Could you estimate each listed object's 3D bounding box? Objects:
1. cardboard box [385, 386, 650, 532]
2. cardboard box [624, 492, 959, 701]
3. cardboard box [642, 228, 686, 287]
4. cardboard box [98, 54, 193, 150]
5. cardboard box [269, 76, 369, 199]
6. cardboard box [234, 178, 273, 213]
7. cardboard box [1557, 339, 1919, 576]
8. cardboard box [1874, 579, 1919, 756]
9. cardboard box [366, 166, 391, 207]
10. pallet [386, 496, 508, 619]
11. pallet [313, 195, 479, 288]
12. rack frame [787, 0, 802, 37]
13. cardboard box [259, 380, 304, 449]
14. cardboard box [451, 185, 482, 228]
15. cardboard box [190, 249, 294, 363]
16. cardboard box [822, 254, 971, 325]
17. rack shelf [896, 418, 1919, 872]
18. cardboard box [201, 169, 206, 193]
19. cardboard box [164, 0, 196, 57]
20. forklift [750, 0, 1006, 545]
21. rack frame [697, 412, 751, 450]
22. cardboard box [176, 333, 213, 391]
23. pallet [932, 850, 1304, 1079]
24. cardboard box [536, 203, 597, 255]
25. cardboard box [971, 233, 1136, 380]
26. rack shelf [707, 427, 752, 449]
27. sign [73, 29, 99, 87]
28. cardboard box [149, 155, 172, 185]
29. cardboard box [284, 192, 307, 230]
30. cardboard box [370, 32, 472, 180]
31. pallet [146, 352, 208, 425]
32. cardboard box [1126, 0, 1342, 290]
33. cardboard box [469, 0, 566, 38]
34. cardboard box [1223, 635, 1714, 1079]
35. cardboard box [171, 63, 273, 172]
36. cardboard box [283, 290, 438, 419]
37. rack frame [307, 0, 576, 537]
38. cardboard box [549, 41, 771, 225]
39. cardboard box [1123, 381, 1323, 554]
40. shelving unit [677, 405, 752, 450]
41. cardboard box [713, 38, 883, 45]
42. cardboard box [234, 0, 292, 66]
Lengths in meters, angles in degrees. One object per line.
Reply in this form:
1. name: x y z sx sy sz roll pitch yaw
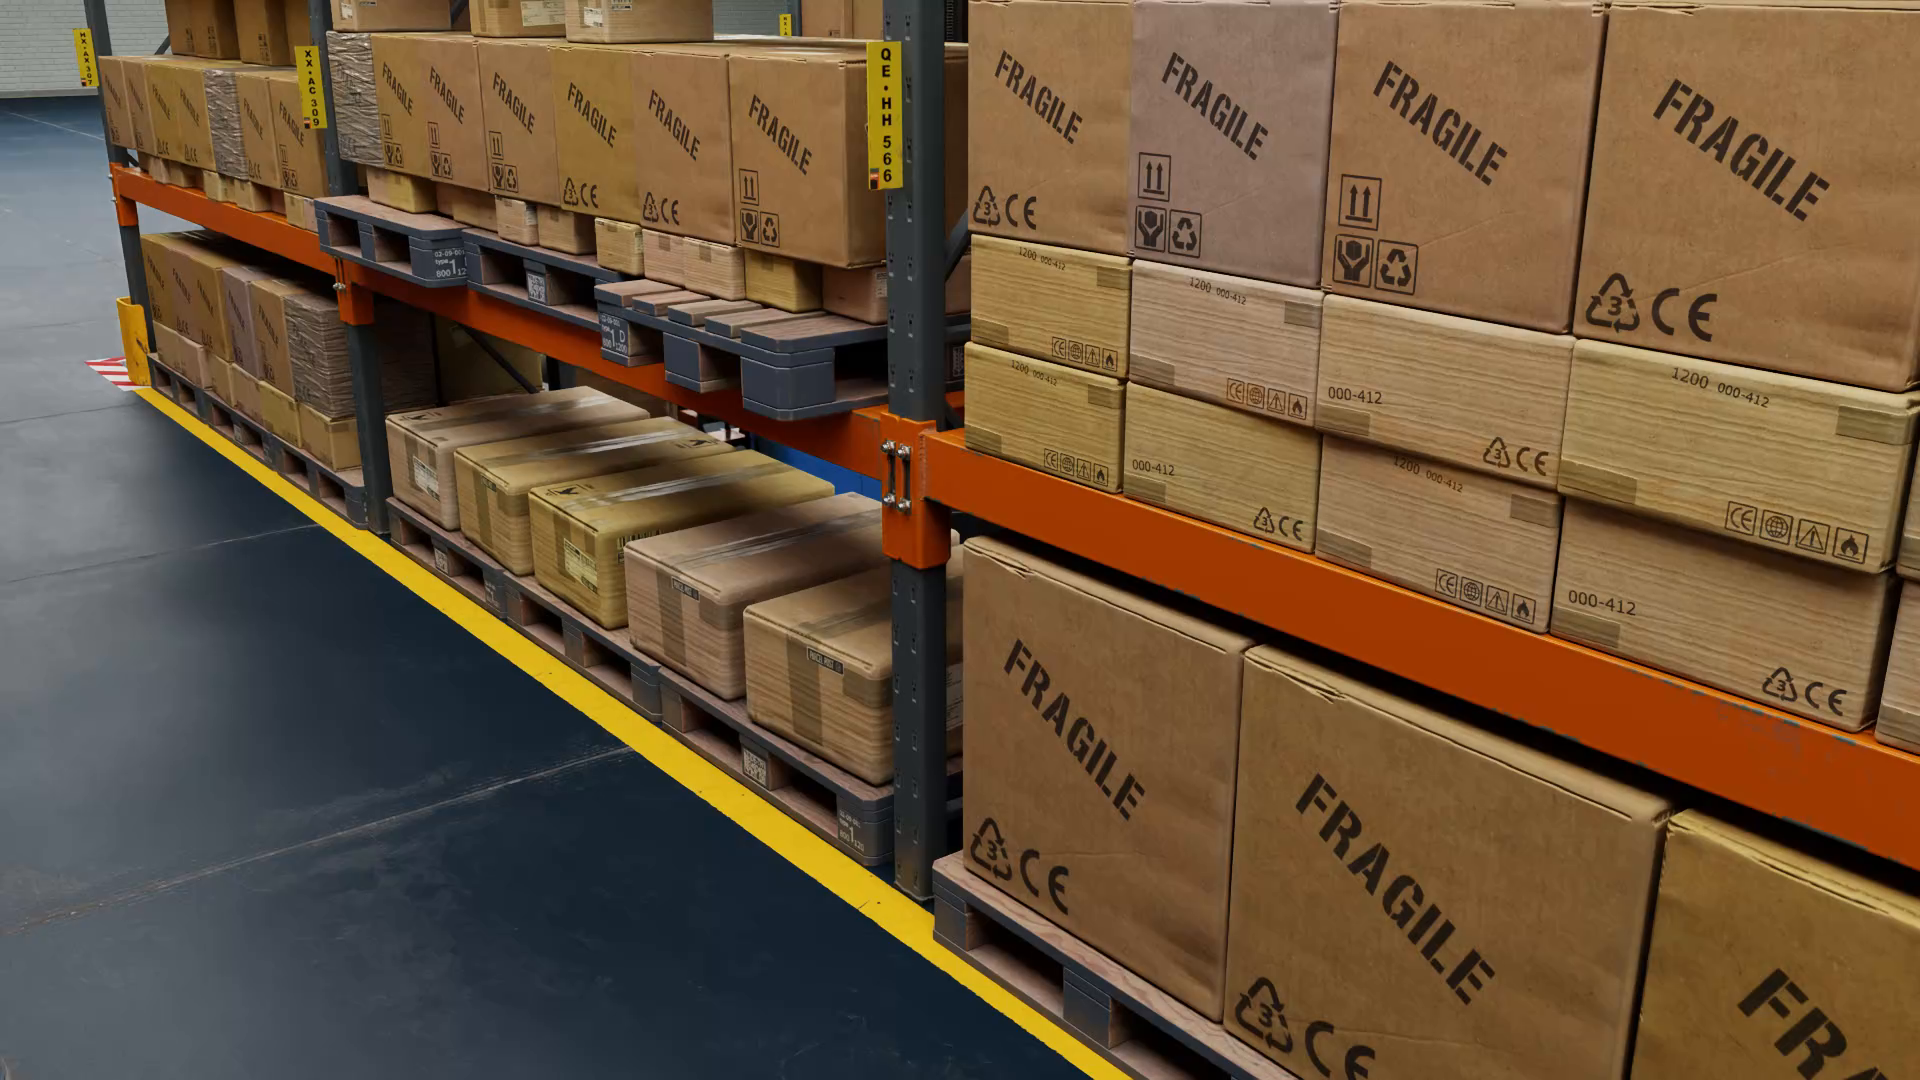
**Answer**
1. cardboard box: -1.905 -0.372 7.227 0.950 0.372 0.625 -14 23 -35
2. cardboard box: -0.556 0.163 5.610 0.950 0.372 0.625 -15 23 -37
3. cardboard box: -0.701 -0.847 4.881 0.380 0.149 0.250 -15 24 -39
4. cardboard box: -4.639 -2.552 9.667 0.500 0.500 0.500 -14 23 -37
5. cardboard box: -2.703 -1.799 7.390 0.500 0.500 0.500 -15 23 -37
6. cardboard box: -3.304 -1.699 8.122 0.380 0.149 0.250 -14 23 -37
7. cardboard box: 1.297 -0.176 2.566 0.500 0.250 0.500 -13 23 -35
8. cardboard box: 1.645 0.178 2.290 0.500 0.250 0.500 -15 23 -38
9. cardboard box: -2.137 -1.431 6.644 0.380 0.149 0.250 -14 23 -35
10. pallet: -1.748 -0.034 7.128 1.003 0.211 1.213 -14 23 -36
11. pallet: -1.872 -1.241 6.644 1.003 0.211 1.213 -14 23 -36
12. rack frame: -0.898 -3.526 13.238 1.000 3.000 0.127 -14 23 -36
13. cardboard box: -3.148 -0.665 8.307 0.500 0.250 0.500 -15 23 -38
14. cardboard box: -1.626 -1.241 6.071 0.380 0.149 0.250 -14 23 -35
15. cardboard box: -3.783 -1.273 8.948 0.500 0.500 0.500 -13 23 -35
16. cardboard box: -0.137 -0.678 4.371 0.380 0.149 0.250 -13 22 -34
17. rack shelf: 1.493 0.271 2.917 1.077 0.370 4.000 -14 23 -36
18. cardboard box: -3.738 -1.898 8.721 0.380 0.149 0.250 -15 23 -38
19. cardboard box: -4.227 -3.115 9.774 0.700 0.500 0.500 -15 23 -37
20. forklift: 0.606 -1.436 7.036 3.031 2.935 1.130 -4 19 -12
21. rack frame: -1.004 -0.536 7.048 0.240 1.200 0.006 -13 21 -33
22. cardboard box: -4.121 -1.049 9.464 0.500 0.250 0.500 -13 22 -34
23. pallet: 0.682 0.969 4.099 1.003 0.211 1.213 -14 23 -36
24. cardboard box: -1.161 -1.045 5.477 0.380 0.149 0.250 -15 23 -38
25. cardboard box: 0.372 -0.556 3.714 0.500 0.250 0.500 -14 23 -36
26. rack shelf: -1.055 -0.402 7.169 0.258 0.103 0.180 -13 21 -33
27. sign: -5.141 -2.840 9.789 0.100 0.325 0.005 -14 23 -36
28. cardboard box: -4.277 -2.079 9.269 0.380 0.149 0.250 -14 23 -35
29. cardboard box: -2.831 -1.510 7.549 0.380 0.149 0.250 -13 23 -35
30. cardboard box: -1.854 -1.642 6.250 0.500 0.500 0.500 -14 23 -36
31. pallet: -4.192 -0.985 10.002 1.003 0.211 1.213 -14 23 -36
32. cardboard box: 0.681 -0.796 3.244 0.500 0.500 0.500 -14 23 -36
33. cardboard box: -1.462 -1.812 5.732 0.380 0.149 0.250 -12 22 -33
34. cardboard box: 1.166 0.653 3.331 0.875 0.875 0.875 -14 23 -35
35. cardboard box: -3.676 -2.176 8.531 0.500 0.500 0.500 -15 23 -37
36. cardboard box: -2.810 -0.892 7.799 0.500 0.500 0.500 -14 23 -37
37. rack frame: -2.232 -1.549 7.268 1.000 3.000 0.127 -14 23 -36
38. cardboard box: -0.893 -1.258 5.091 0.500 0.500 0.500 -16 24 -40
39. cardboard box: 0.691 -0.199 3.431 0.500 0.250 0.500 -15 23 -38
40. shelving unit: -1.058 -0.558 7.119 0.258 1.200 0.189 -13 21 -33
41. cardboard box: -0.511 -1.364 5.410 0.500 0.500 0.500 -14 23 -35
42. cardboard box: -3.321 -2.733 8.621 0.700 0.500 0.500 -14 23 -36
